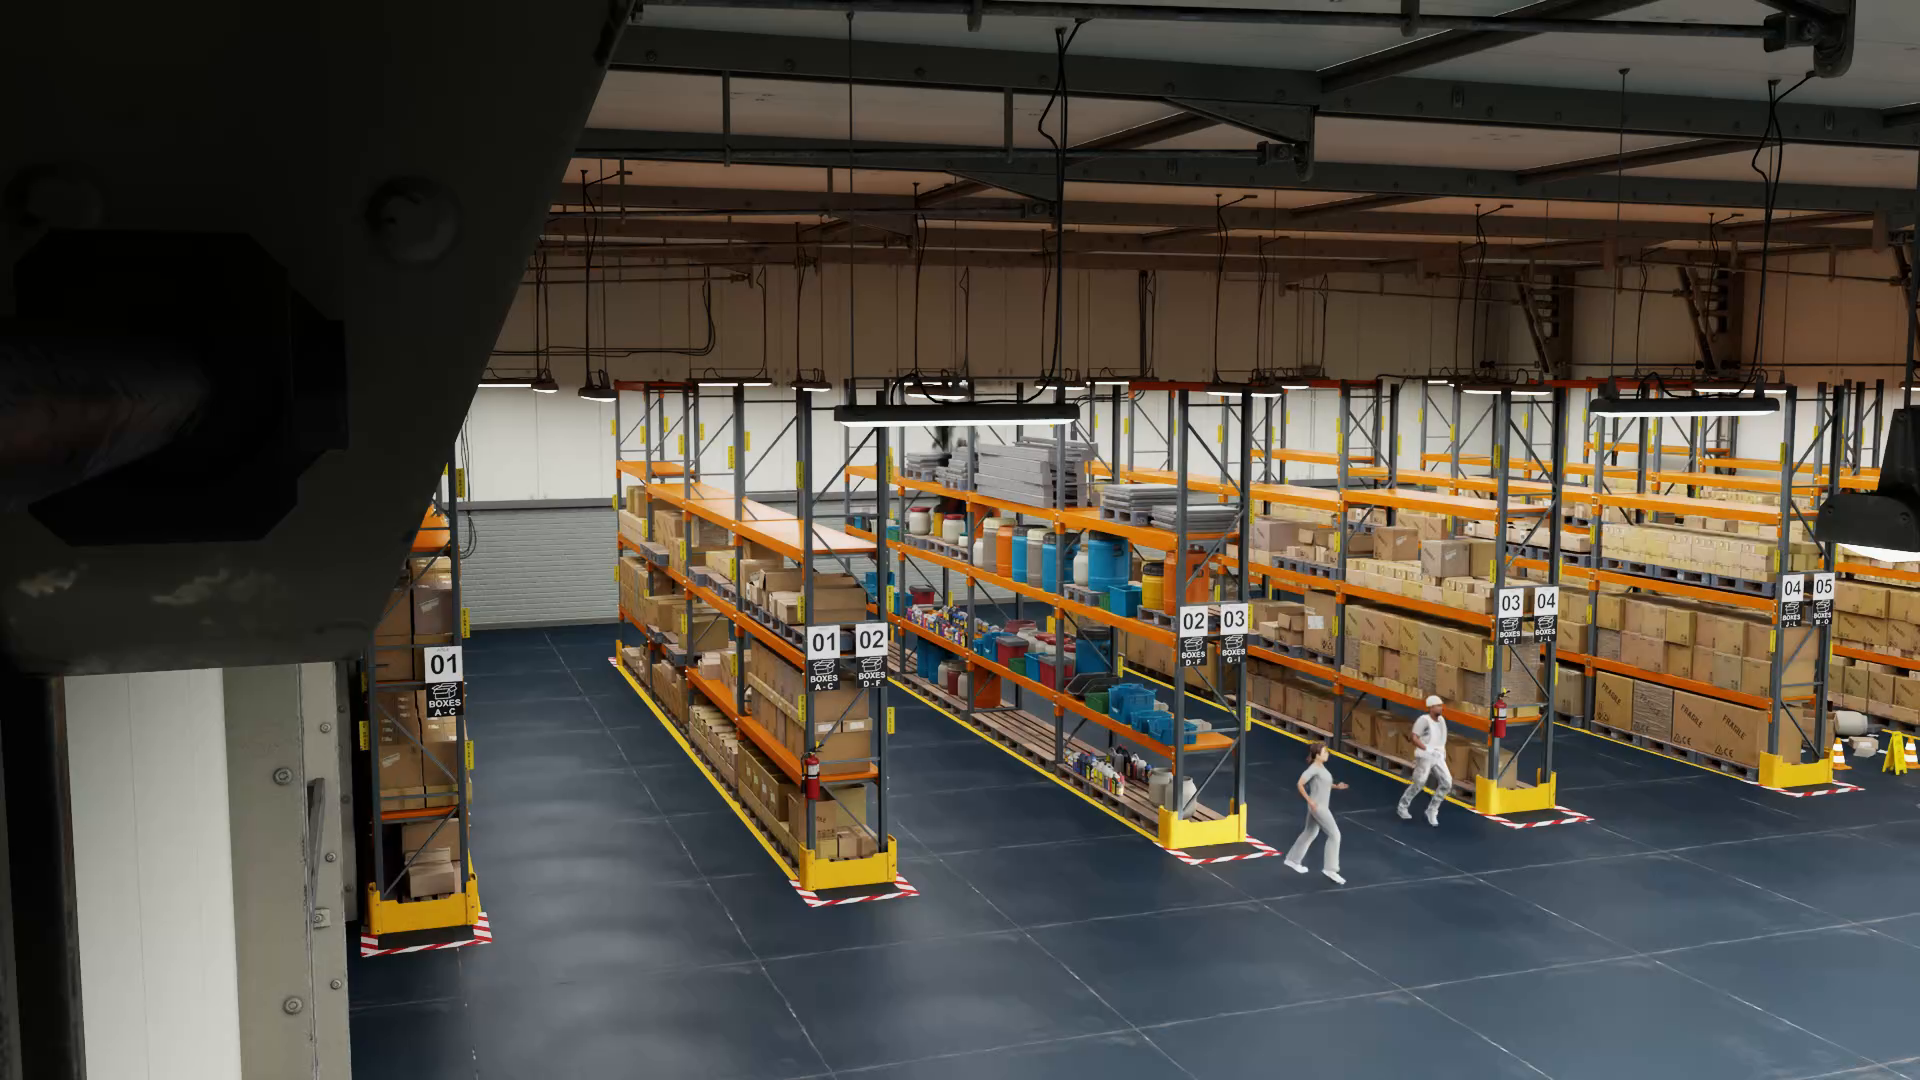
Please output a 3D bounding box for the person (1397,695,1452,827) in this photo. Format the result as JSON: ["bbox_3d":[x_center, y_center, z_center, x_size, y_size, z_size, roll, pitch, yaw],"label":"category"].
[{"bbox_3d":[6.508,3.039,23.012,0.745,1.789,0.674,-4,7,-33],"label":"person"}]

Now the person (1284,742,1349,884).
[{"bbox_3d":[4.376,3.332,20.430,0.771,1.715,0.535,2,6,14],"label":"person"}]
